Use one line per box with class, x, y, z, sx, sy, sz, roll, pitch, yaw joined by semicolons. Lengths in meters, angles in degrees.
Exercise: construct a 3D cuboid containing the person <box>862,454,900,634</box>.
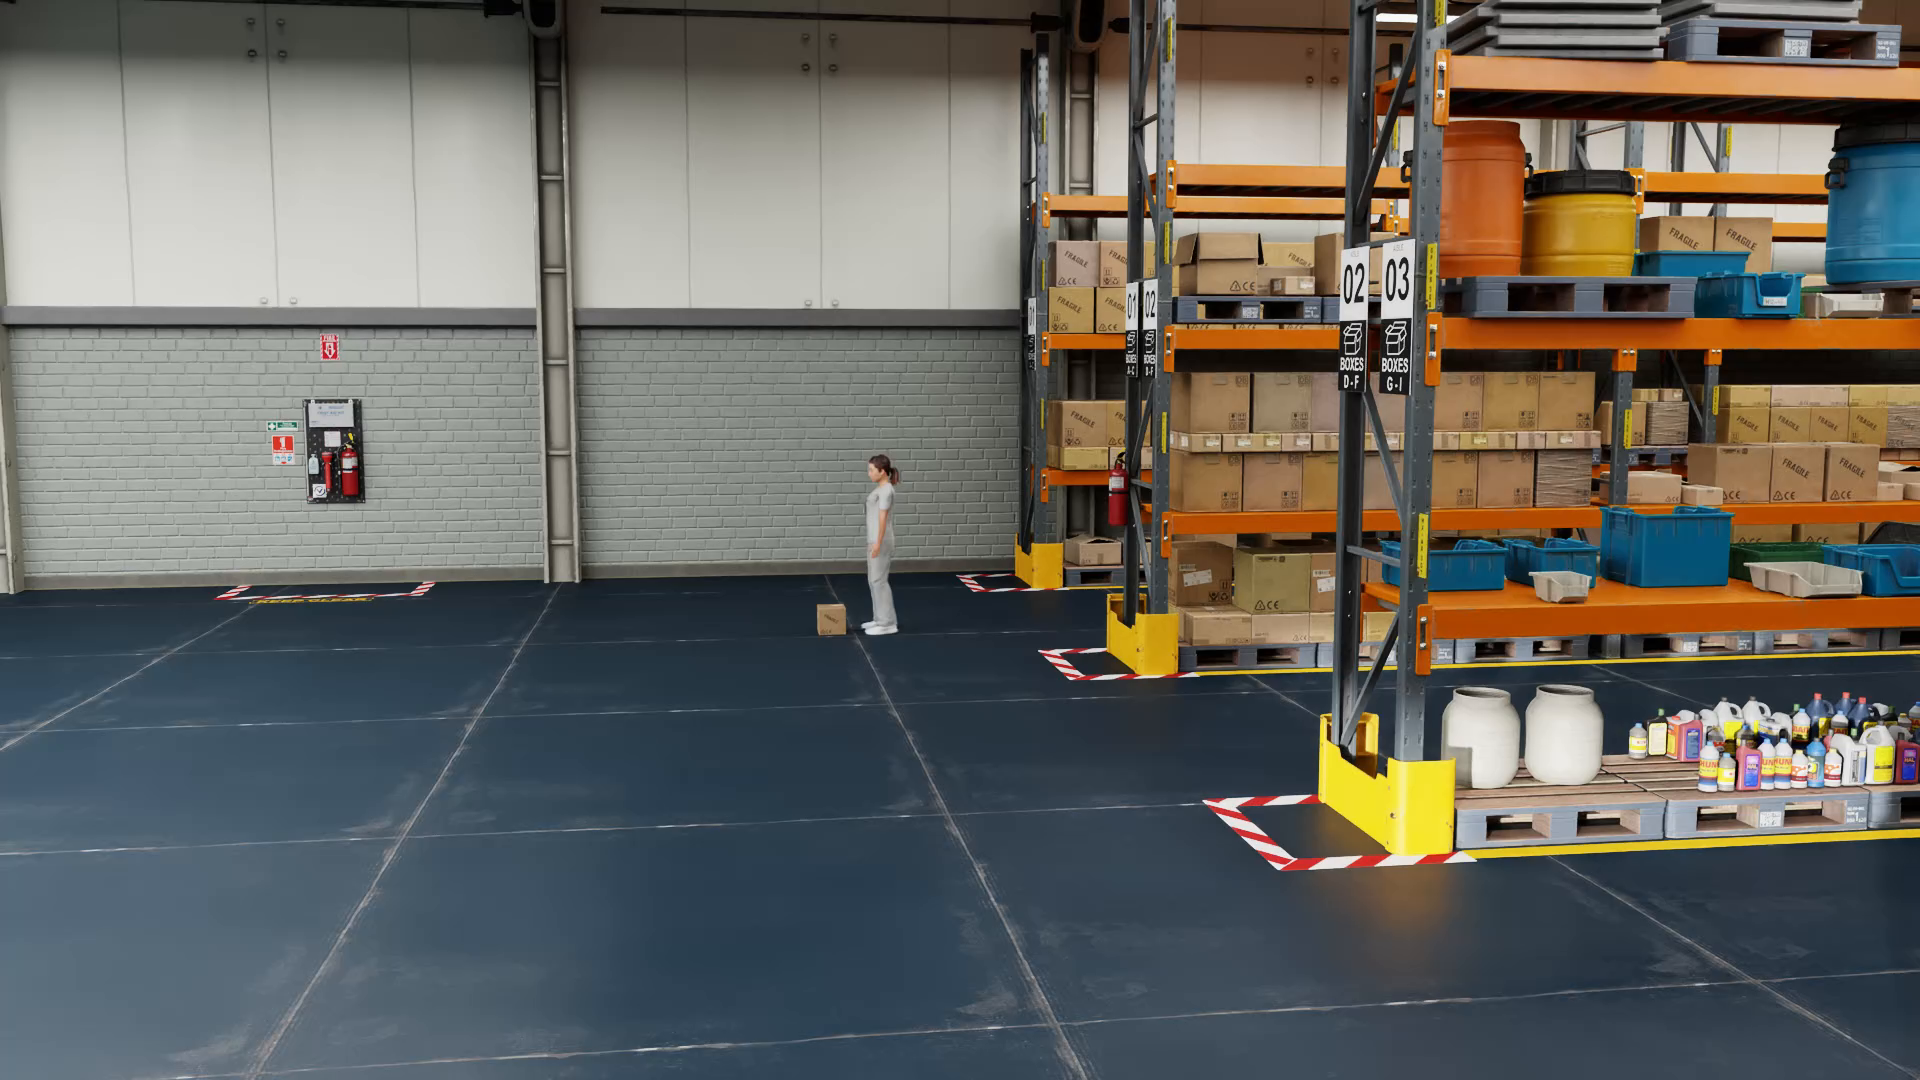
person;-0.732;0.037;15.544;0.365;1.681;0.440;-1;7;-8
